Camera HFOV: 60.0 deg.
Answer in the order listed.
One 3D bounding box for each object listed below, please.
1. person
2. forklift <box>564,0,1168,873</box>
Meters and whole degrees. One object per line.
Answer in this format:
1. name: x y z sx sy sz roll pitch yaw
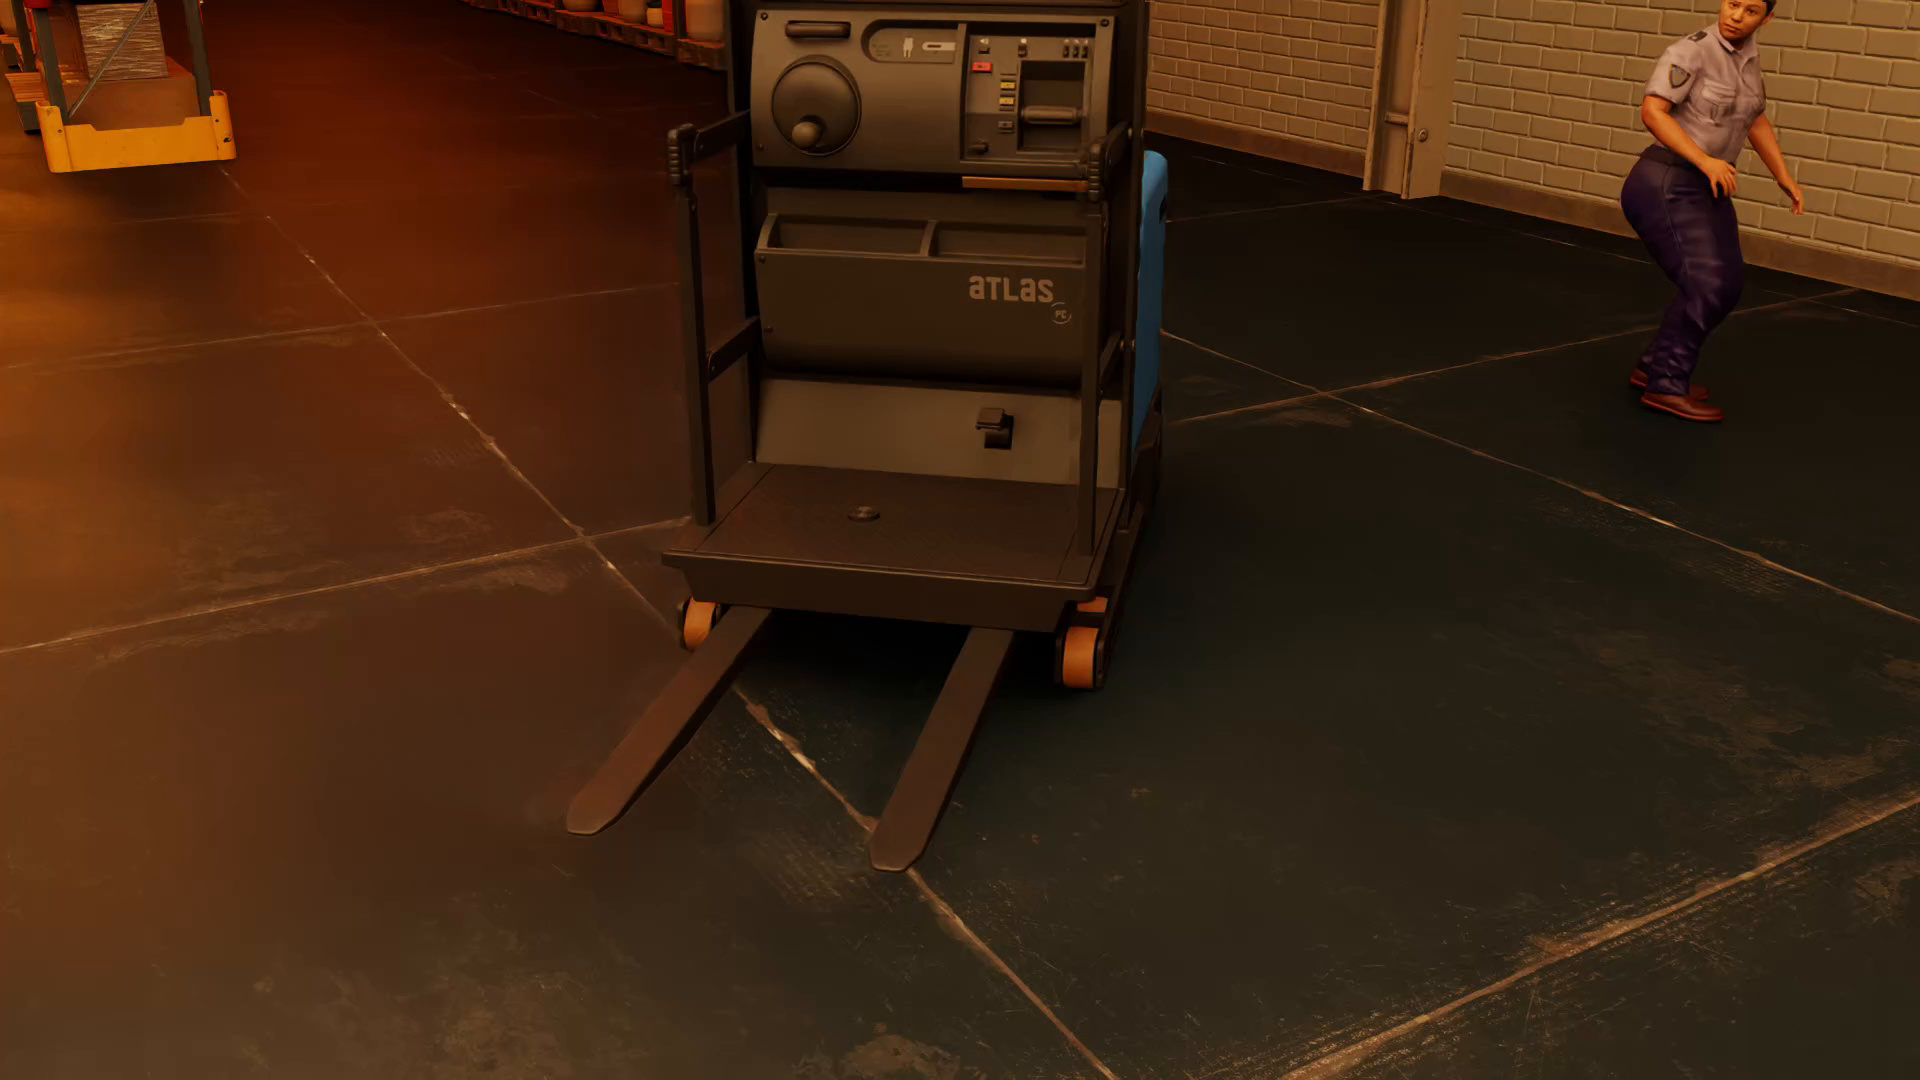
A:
1. person: 2.767 -1.265 6.151 0.708 1.602 0.499 -18 29 -38
2. forklift: -0.120 -1.128 4.023 1.130 2.935 3.031 5 23 11
